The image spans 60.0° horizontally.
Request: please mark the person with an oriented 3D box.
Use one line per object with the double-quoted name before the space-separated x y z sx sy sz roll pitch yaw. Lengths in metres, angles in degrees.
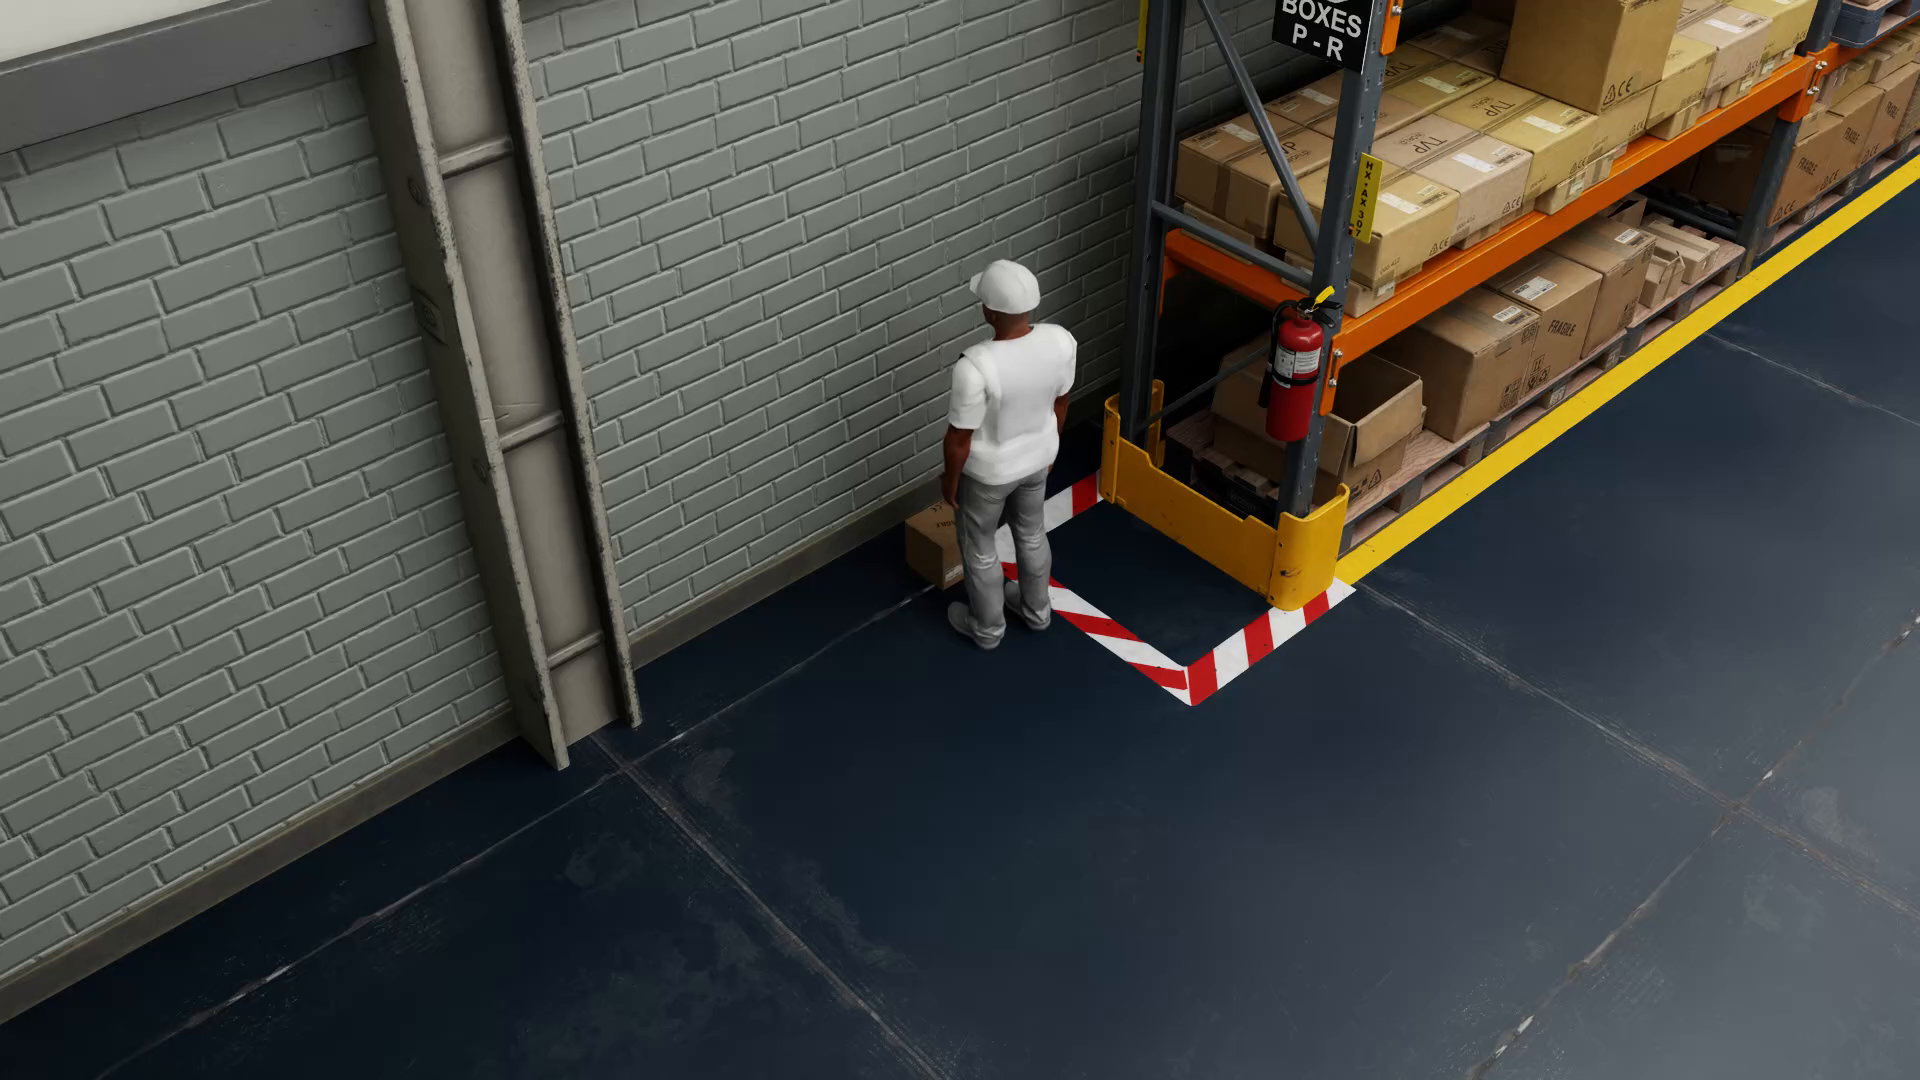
"person" 0.175 -0.321 6.508 0.560 1.664 0.301 -23 45 -25
